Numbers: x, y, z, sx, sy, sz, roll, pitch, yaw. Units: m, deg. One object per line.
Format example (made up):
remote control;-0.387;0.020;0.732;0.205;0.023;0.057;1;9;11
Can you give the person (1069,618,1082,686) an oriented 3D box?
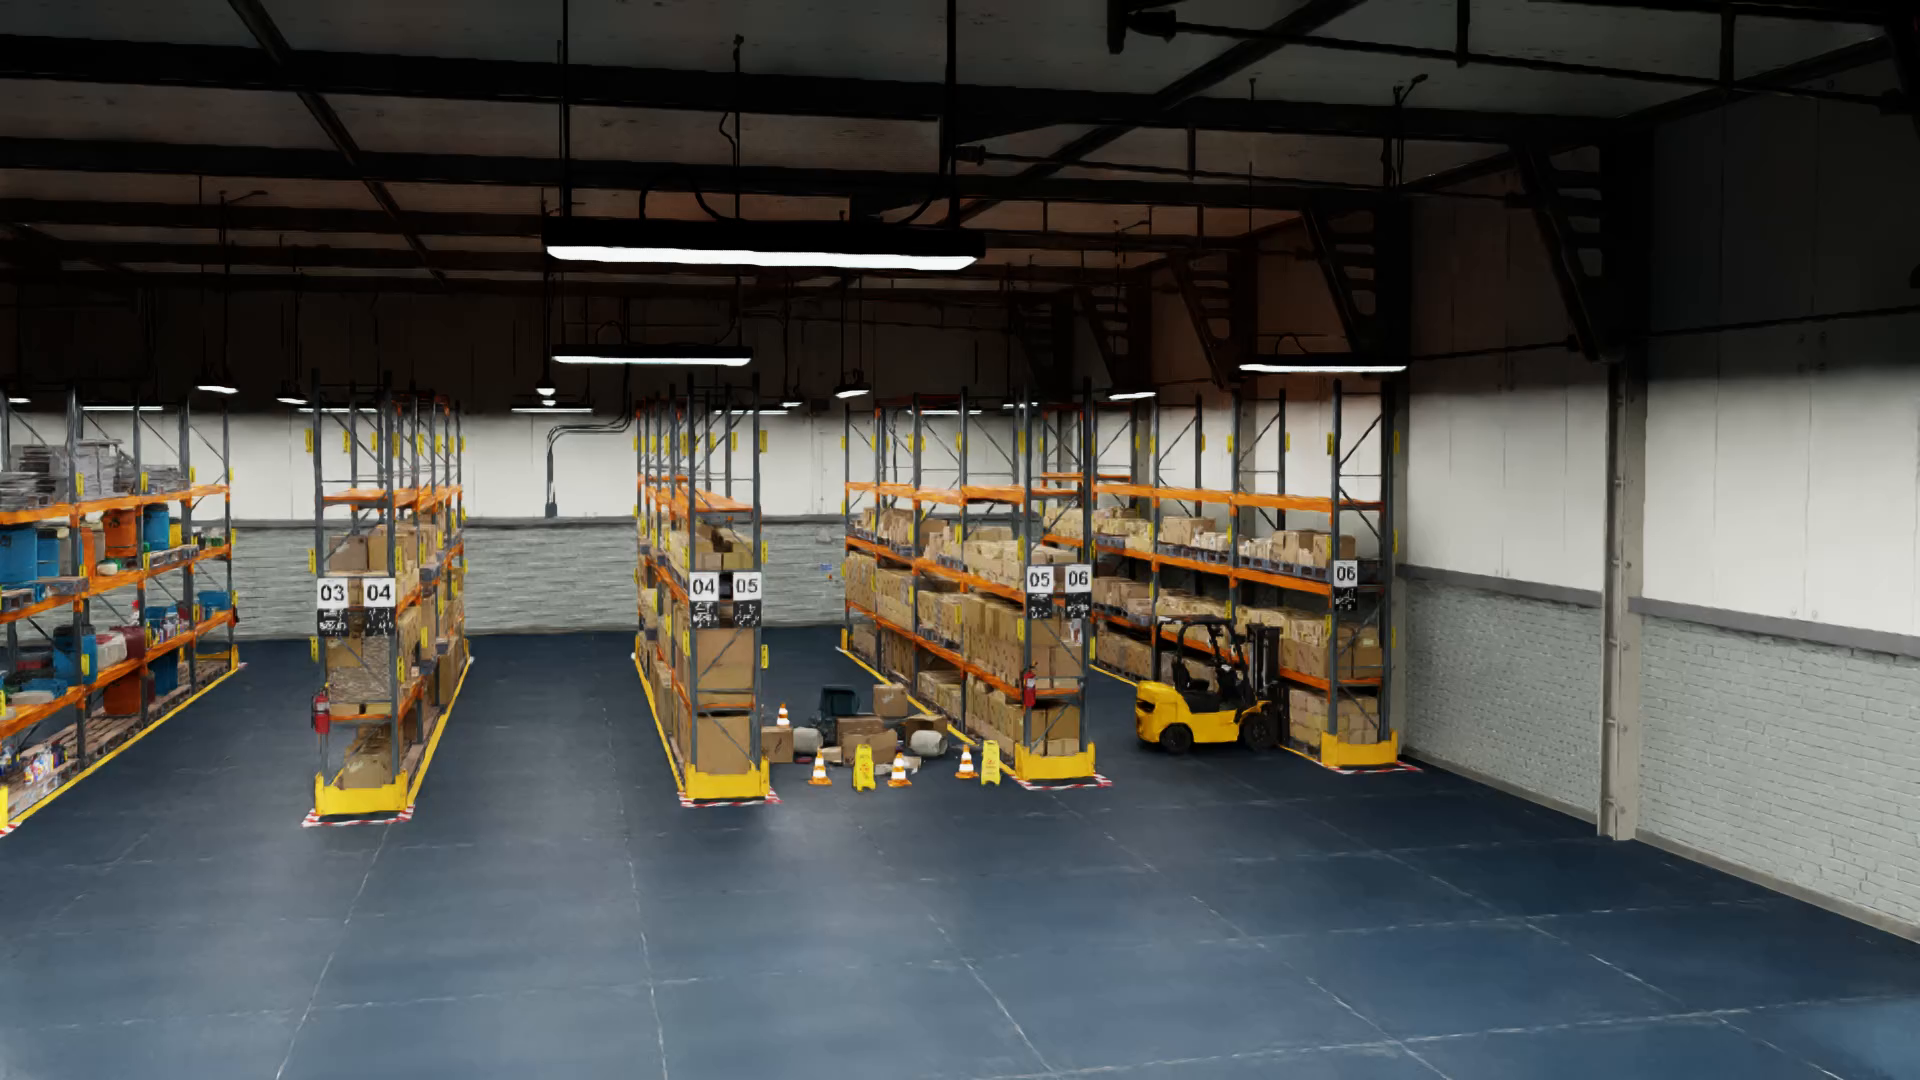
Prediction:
person;2.411;2.112;34.336;0.577;1.775;0.675;1;3;10

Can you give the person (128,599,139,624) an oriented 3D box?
person;-17.023;2.110;34.410;0.581;1.785;0.664;0;3;7
